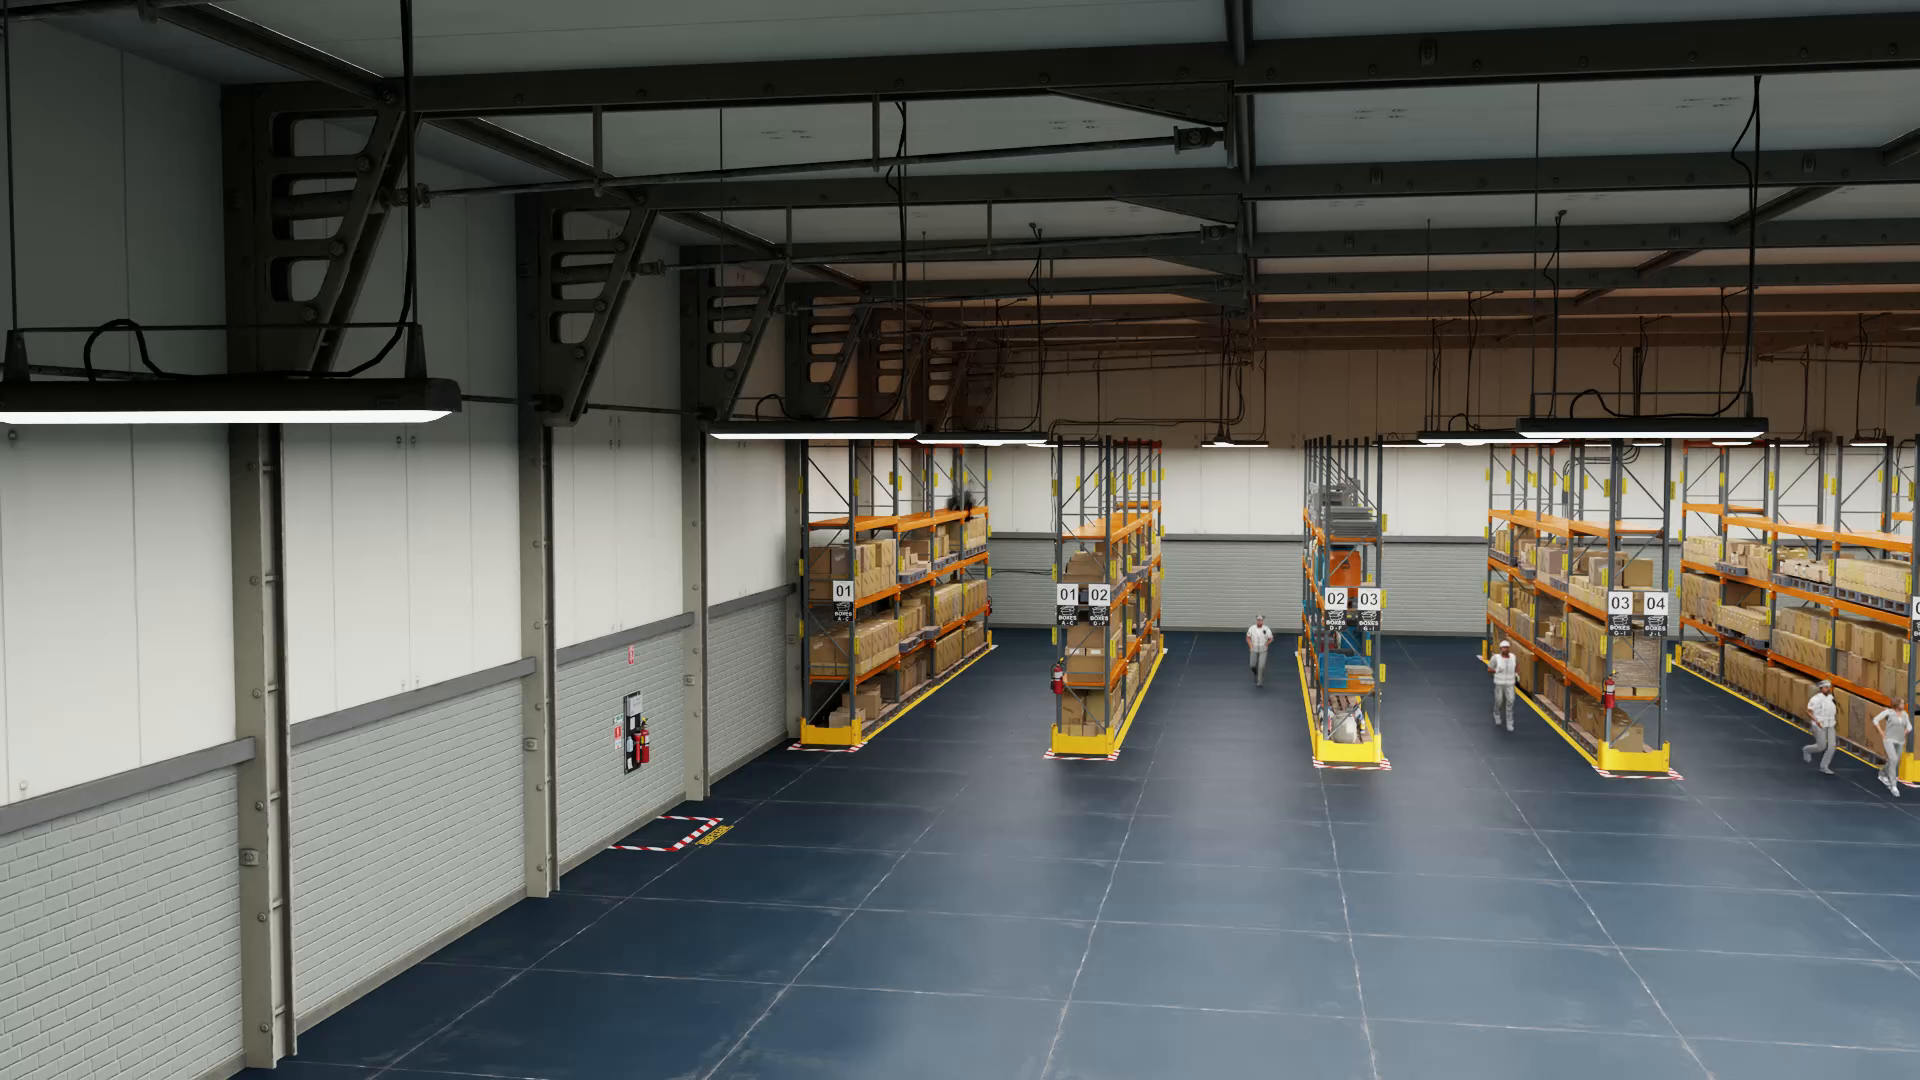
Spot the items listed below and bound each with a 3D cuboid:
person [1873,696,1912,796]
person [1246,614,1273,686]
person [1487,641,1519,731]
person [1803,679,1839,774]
[{"bbox_3d":[15.672,3.411,27.868,0.540,1.600,0.856,0,3,-5],"label":"person"},{"bbox_3d":[7.271,2.667,40.397,0.658,1.733,0.618,1,3,15],"label":"person"},{"bbox_3d":[11.122,2.949,33.973,0.677,1.778,0.961,0,3,7],"label":"person"},{"bbox_3d":[15.363,3.294,29.622,0.600,1.657,0.645,-1,3,-12],"label":"person"}]
